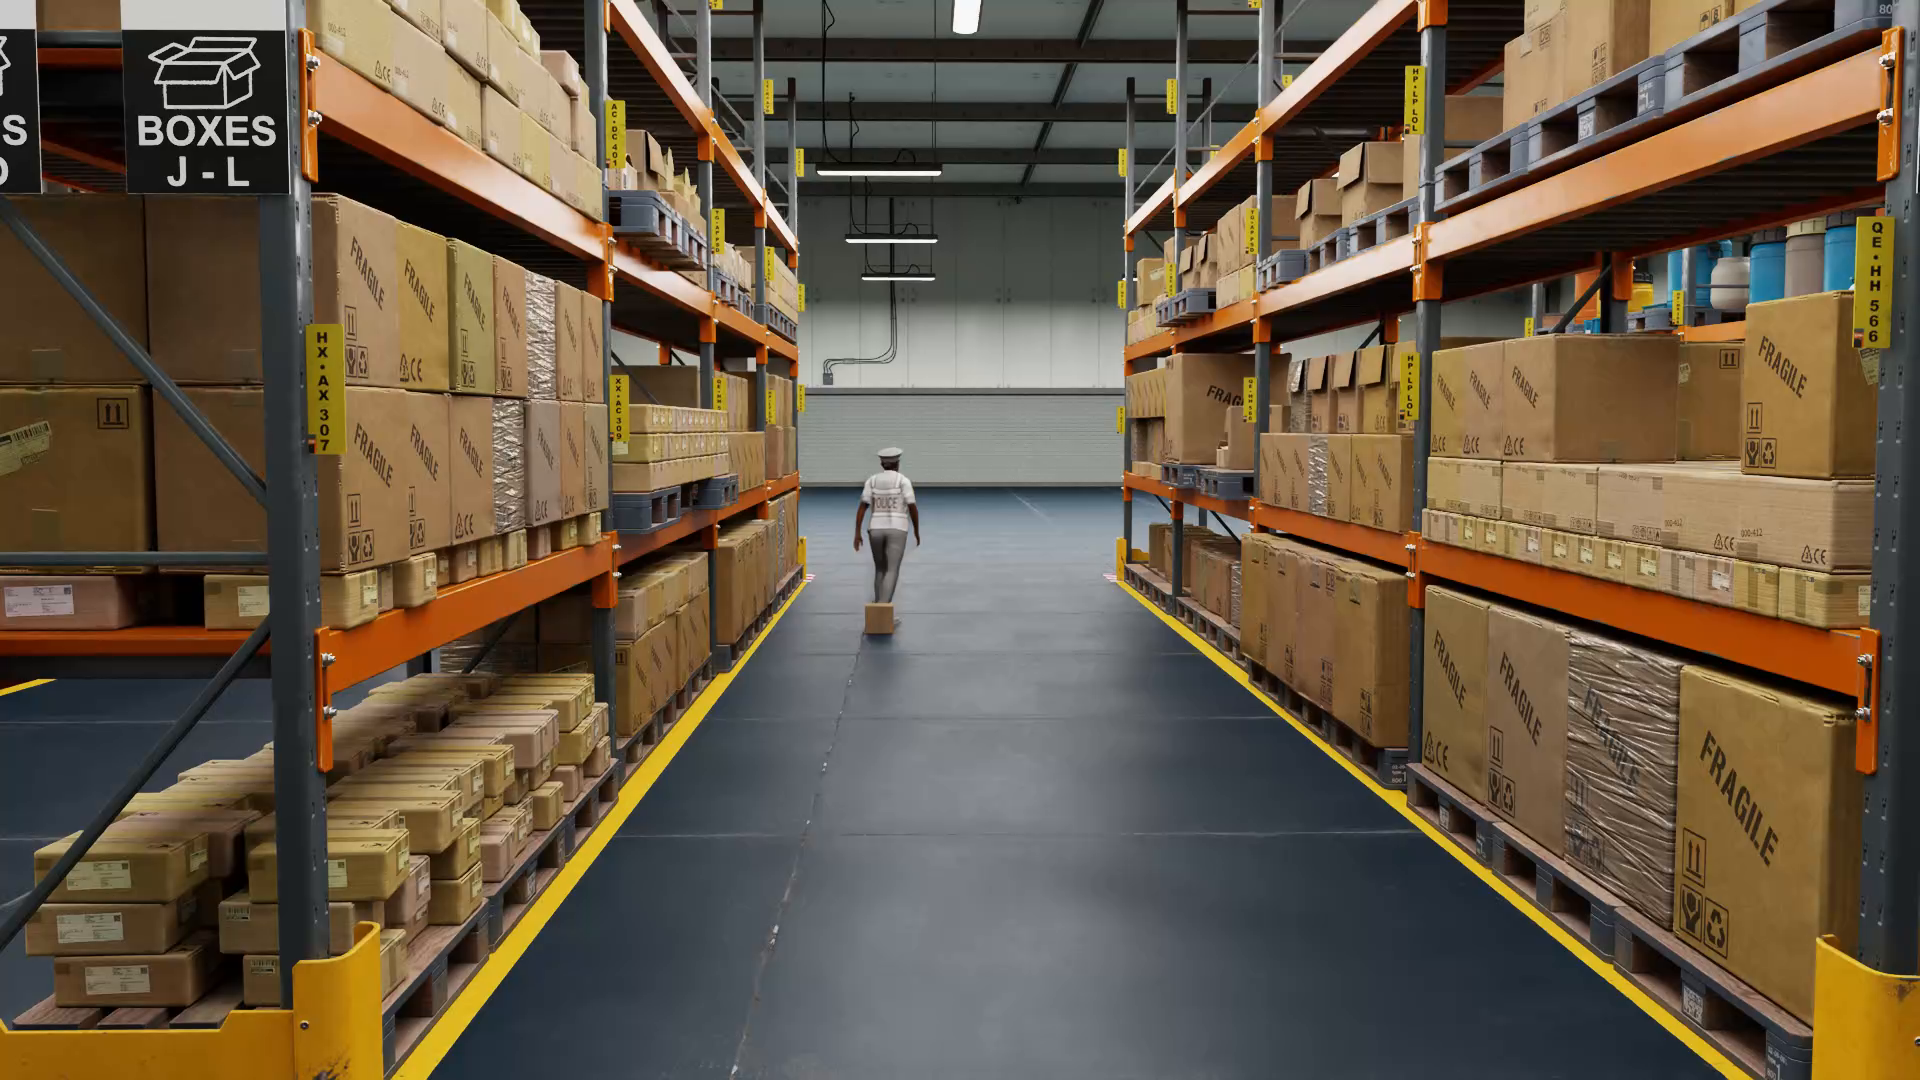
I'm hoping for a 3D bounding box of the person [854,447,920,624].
[{"bbox_3d":[-0.701,-0.045,15.569,0.570,1.645,0.694,2,4,23],"label":"person"}]
